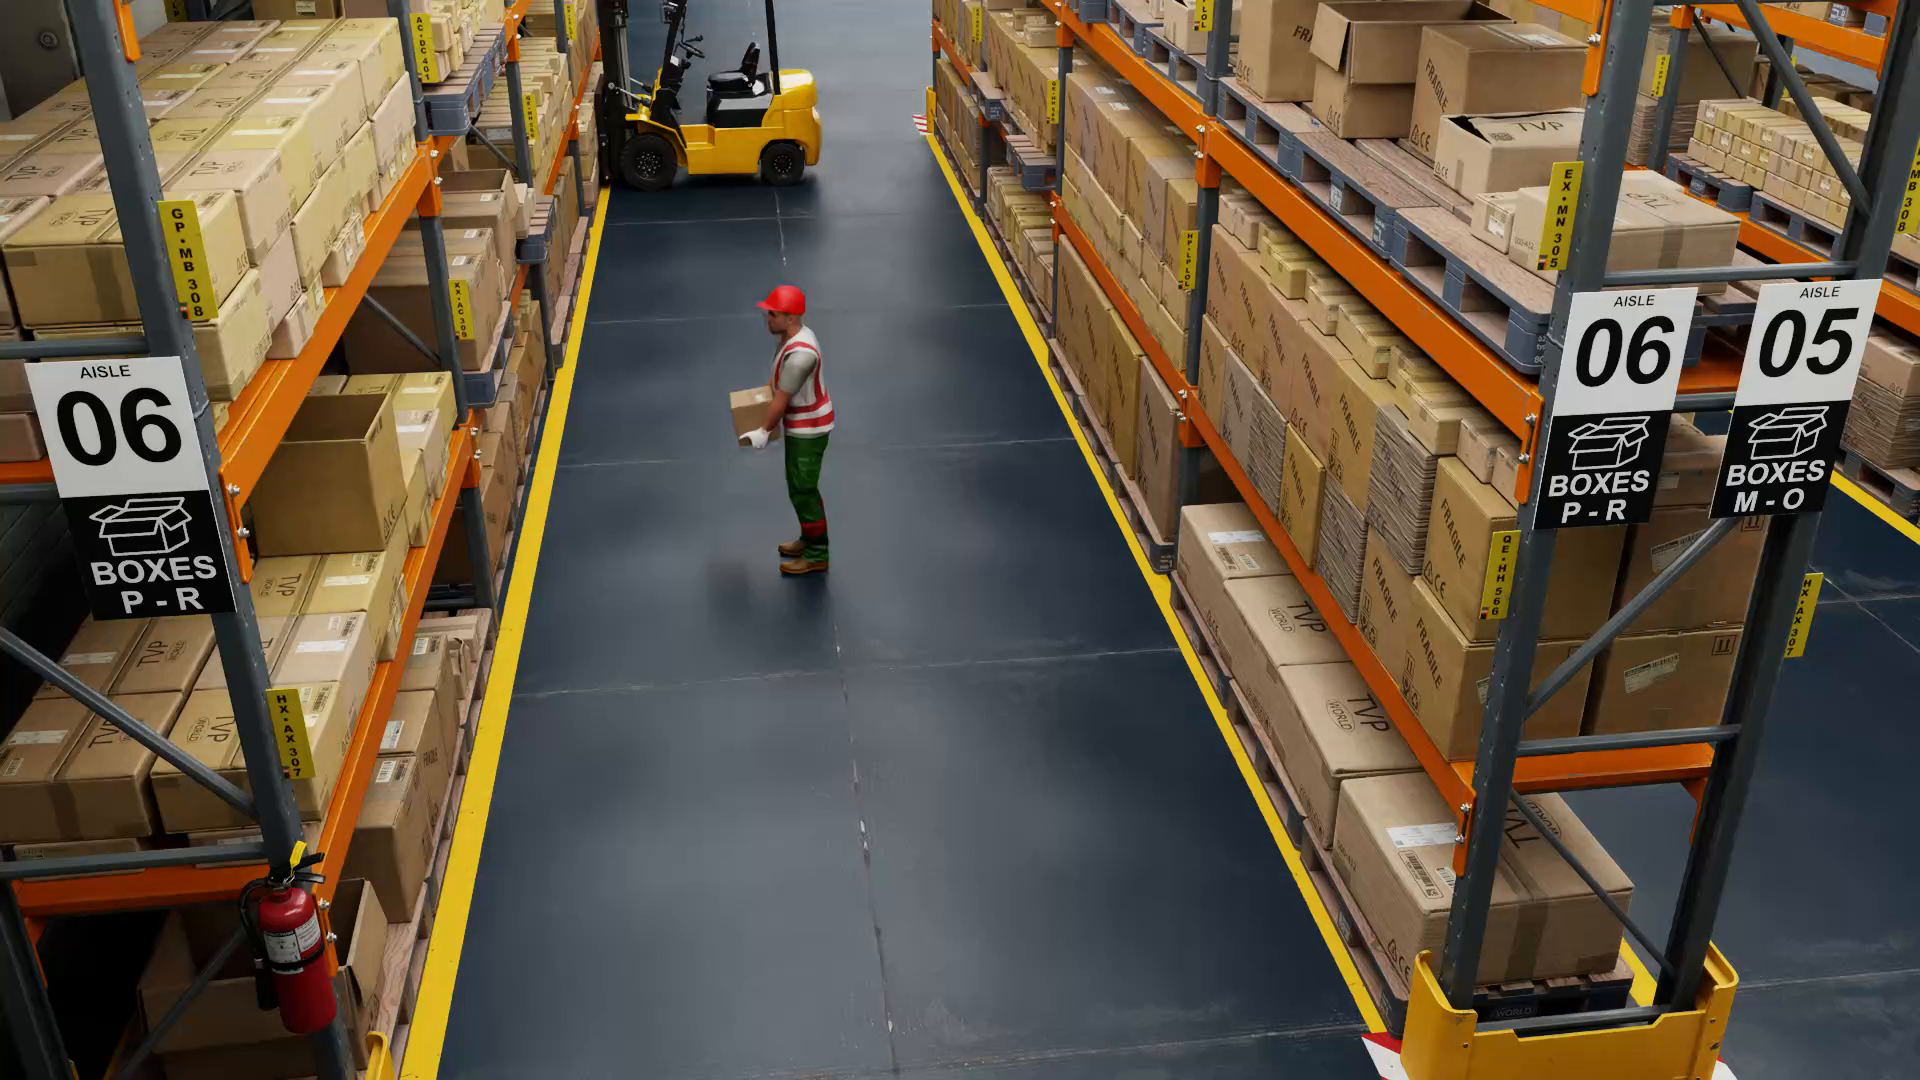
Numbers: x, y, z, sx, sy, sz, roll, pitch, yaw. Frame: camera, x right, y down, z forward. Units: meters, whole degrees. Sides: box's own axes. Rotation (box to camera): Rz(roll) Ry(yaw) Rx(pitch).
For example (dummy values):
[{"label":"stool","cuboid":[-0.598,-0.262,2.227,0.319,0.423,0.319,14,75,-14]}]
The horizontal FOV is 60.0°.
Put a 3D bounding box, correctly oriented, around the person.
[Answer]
[{"label":"person","cuboid":[-0.946,-0.651,9.882,0.445,1.781,0.621,-5,27,-10]}]
